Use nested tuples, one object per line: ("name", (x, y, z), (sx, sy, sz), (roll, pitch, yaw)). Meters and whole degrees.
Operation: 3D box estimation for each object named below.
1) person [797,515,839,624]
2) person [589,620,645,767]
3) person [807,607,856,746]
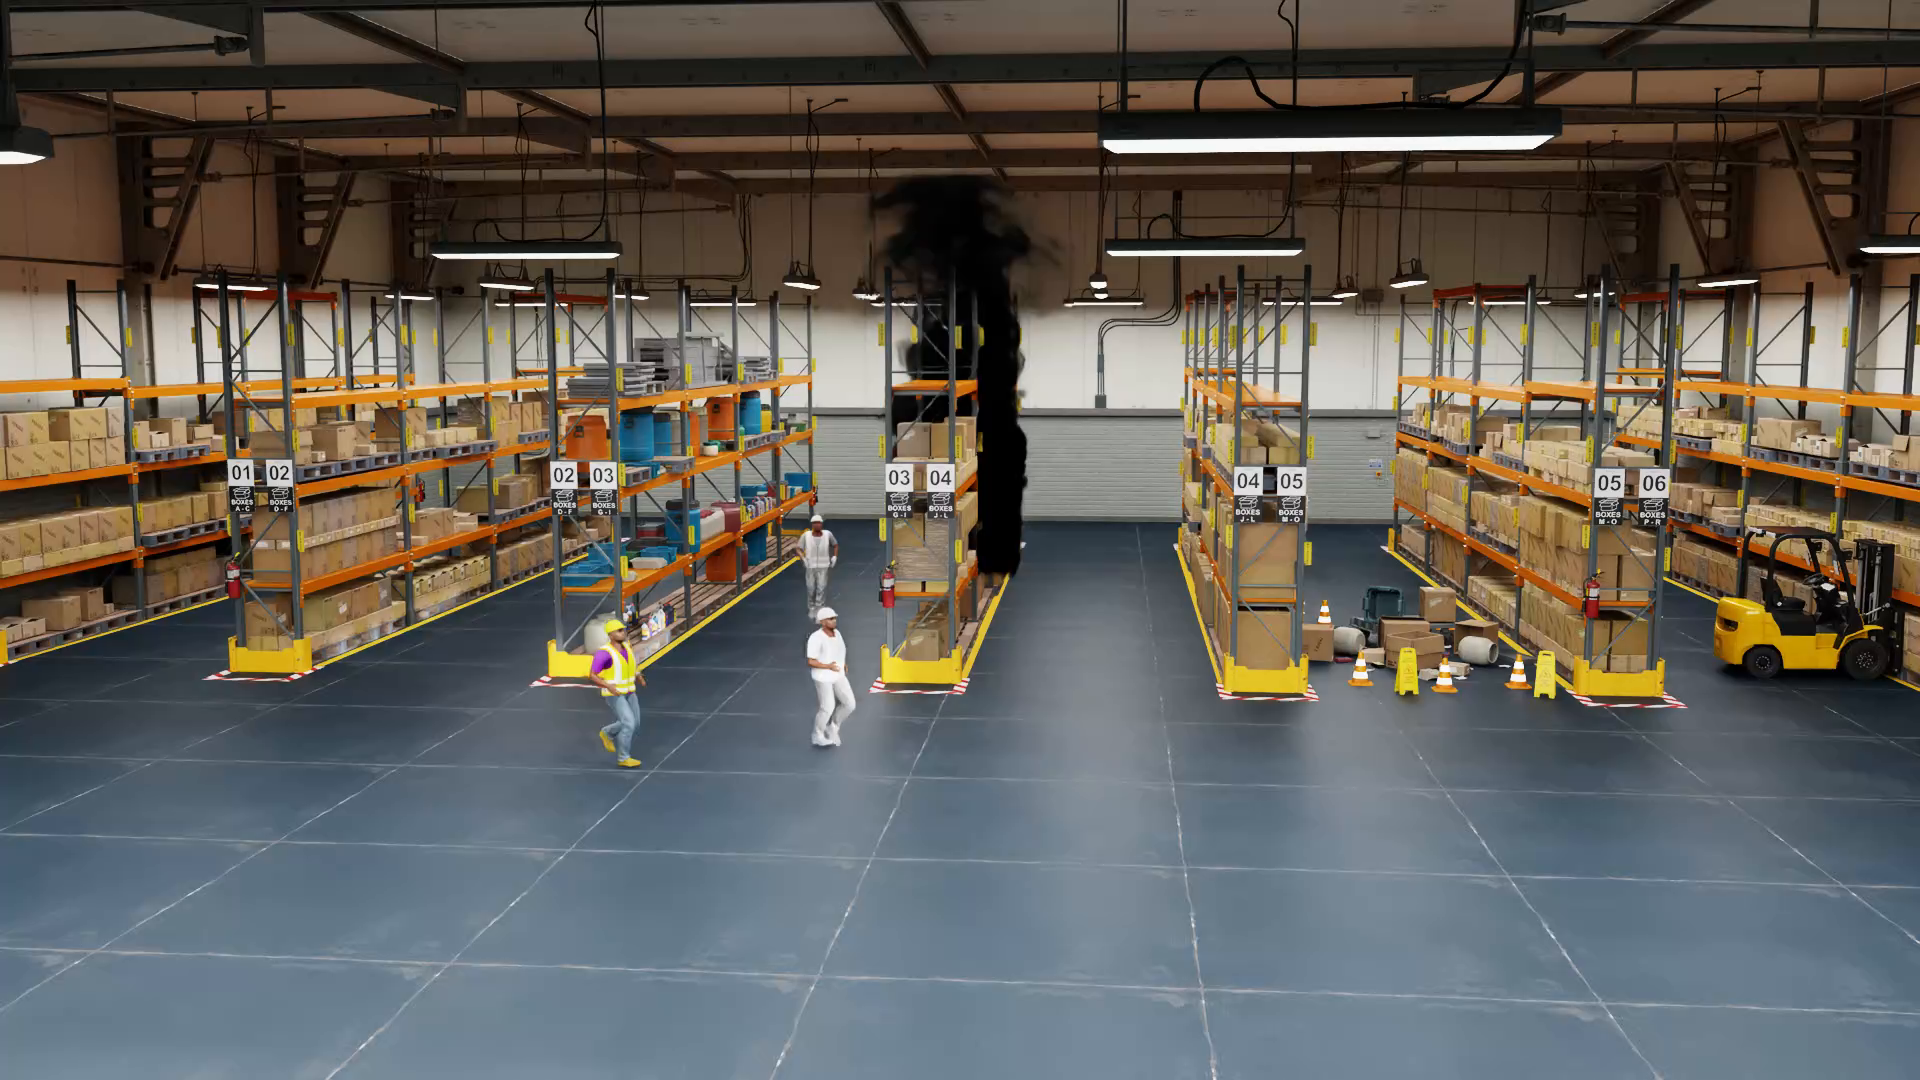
("person", (-2.372, 0.471, 27.782), (0.708, 1.790, 0.703), (-1, 7, -6))
("person", (-4.034, 1.787, 19.511), (0.675, 1.721, 0.703), (4, 8, 27))
("person", (-1.560, 1.683, 20.247), (0.657, 1.746, 0.672), (6, 9, 39))
